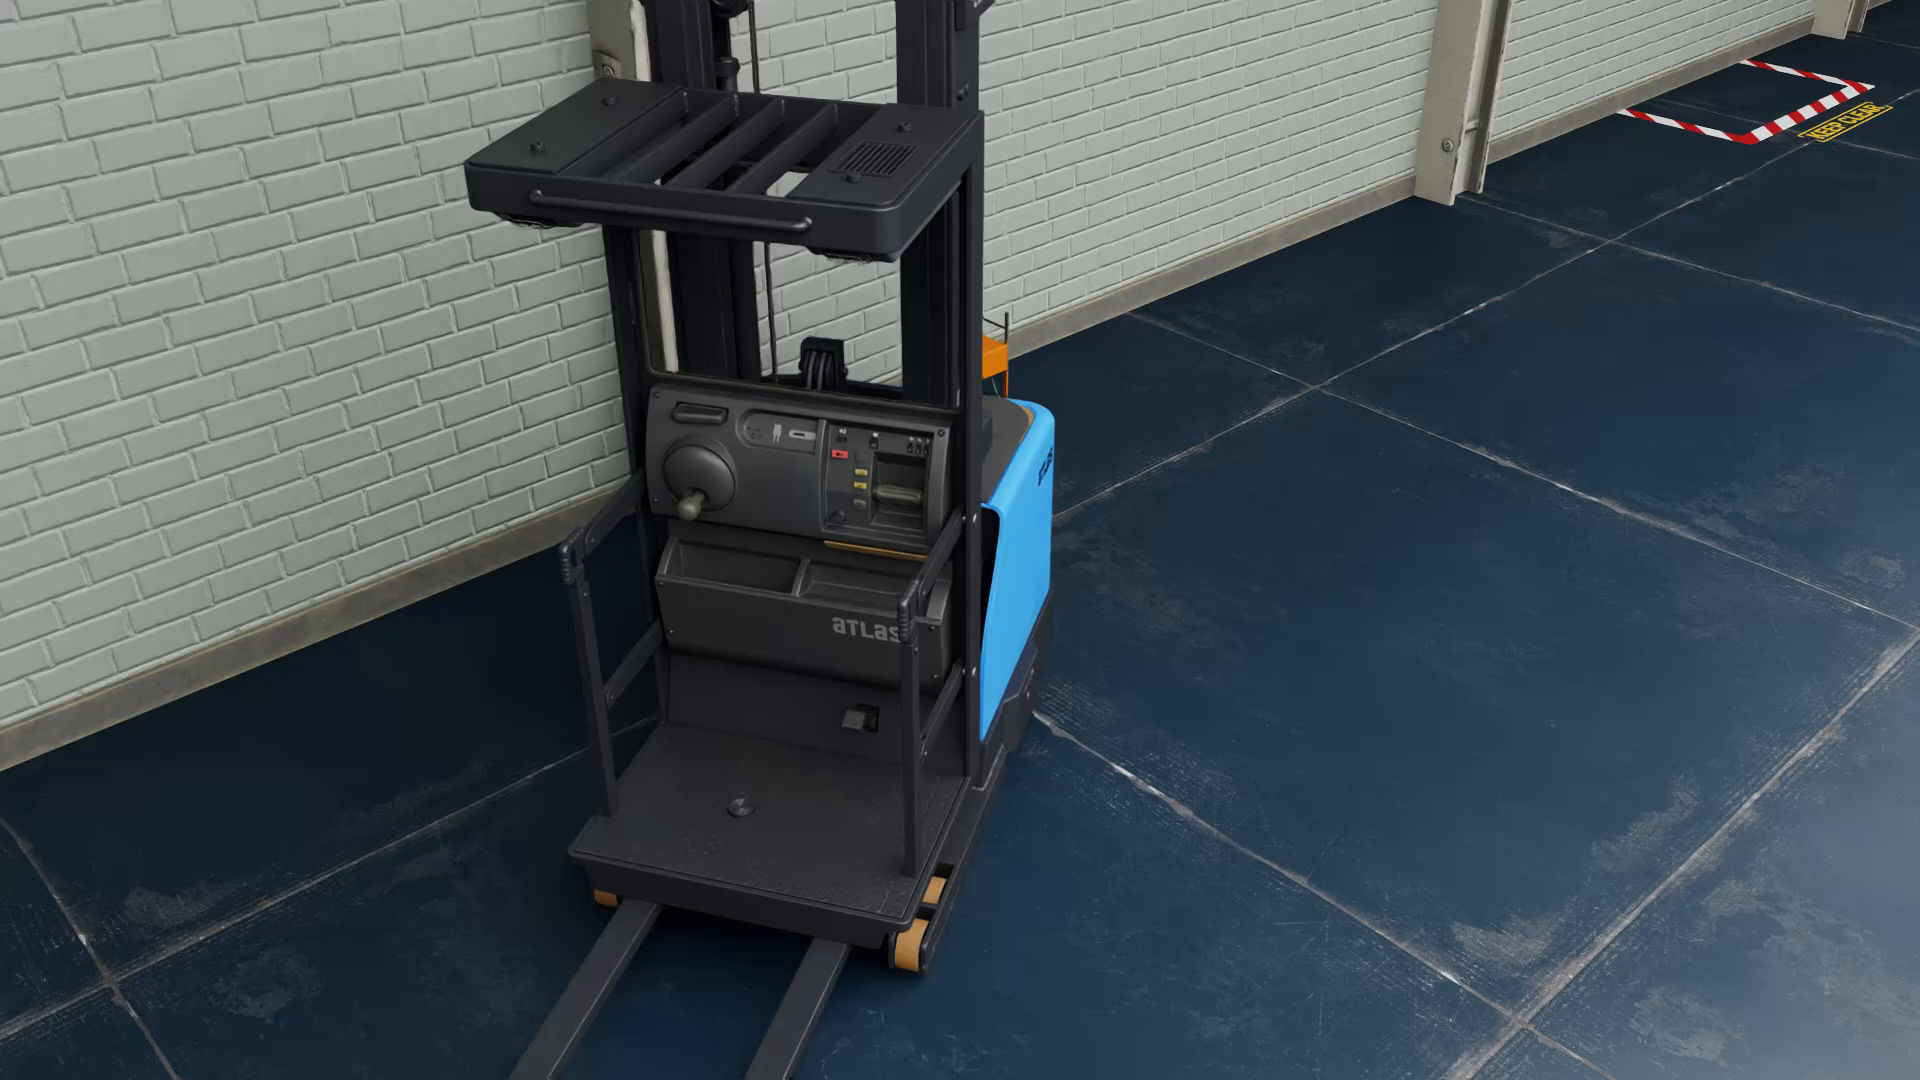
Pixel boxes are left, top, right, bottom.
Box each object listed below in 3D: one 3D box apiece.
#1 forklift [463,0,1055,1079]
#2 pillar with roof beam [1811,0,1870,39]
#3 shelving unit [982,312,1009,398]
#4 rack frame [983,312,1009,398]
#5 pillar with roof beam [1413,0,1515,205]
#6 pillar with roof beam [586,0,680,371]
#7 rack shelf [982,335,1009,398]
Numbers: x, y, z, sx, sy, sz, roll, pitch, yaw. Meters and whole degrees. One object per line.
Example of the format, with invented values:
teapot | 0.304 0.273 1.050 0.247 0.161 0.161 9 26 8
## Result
forklift | -0.541 -0.159 4.701 1.130 2.935 3.031 9 32 14
pillar with roof beam | 10.545 -6.621 9.452 0.400 9.000 9.100 -26 40 -35
shelving unit | 0.039 -0.467 7.007 0.252 1.050 0.215 -26 40 -35
rack frame | 0.129 -0.510 7.078 0.008 1.050 0.200 -26 40 -35
pillar with roof beam | 6.145 -4.493 5.971 0.400 9.000 9.100 -26 40 -35
pillar with roof beam | 1.746 -2.364 2.491 0.400 9.000 9.100 -26 40 -35
rack shelf | 0.039 -0.700 6.865 0.240 0.259 0.215 -26 40 -35
